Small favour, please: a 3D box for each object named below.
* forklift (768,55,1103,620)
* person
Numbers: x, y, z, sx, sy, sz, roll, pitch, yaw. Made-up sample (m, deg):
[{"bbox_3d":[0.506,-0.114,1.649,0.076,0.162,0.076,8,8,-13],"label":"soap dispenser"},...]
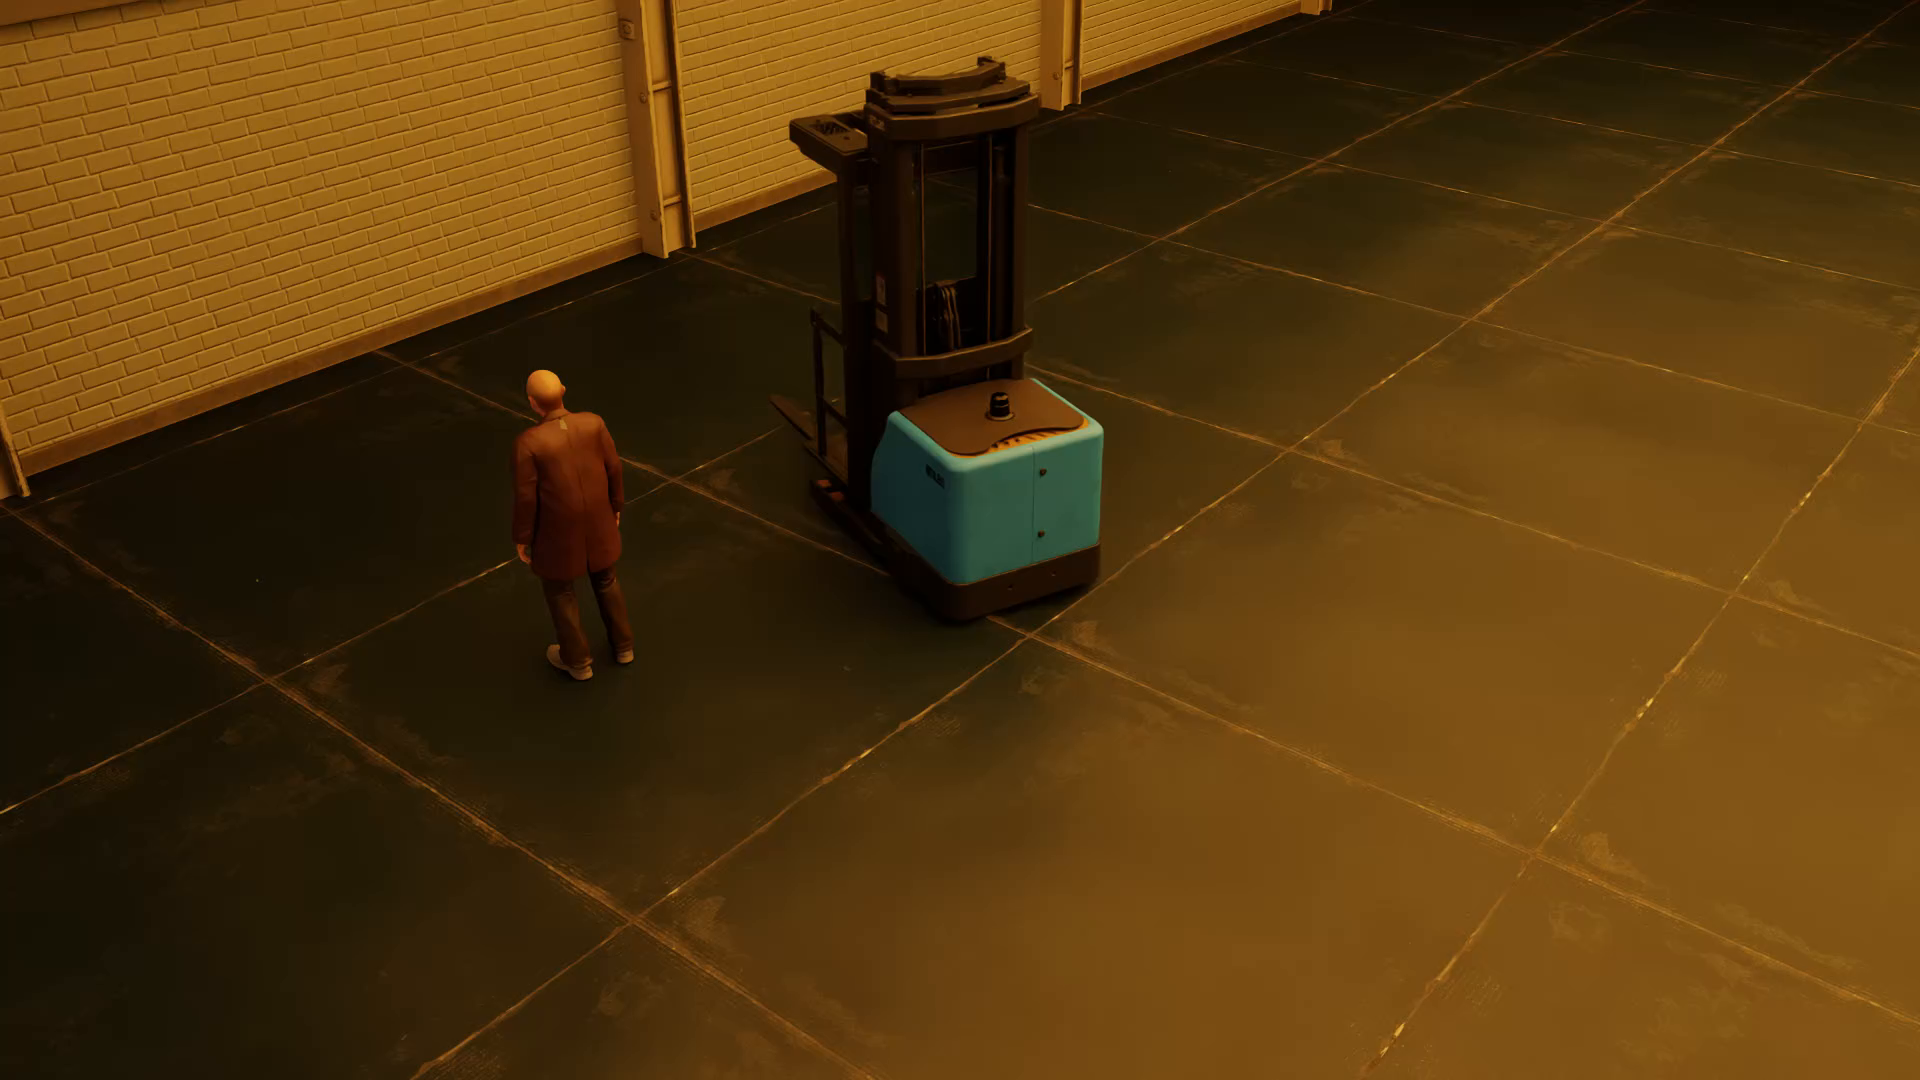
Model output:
[{"bbox_3d":[-0.326,-1.517,10.190,1.130,2.935,3.031,-16,34,-25],"label":"forklift"},{"bbox_3d":[-2.080,-0.079,8.877,0.653,1.774,0.423,-21,36,-32],"label":"person"}]
